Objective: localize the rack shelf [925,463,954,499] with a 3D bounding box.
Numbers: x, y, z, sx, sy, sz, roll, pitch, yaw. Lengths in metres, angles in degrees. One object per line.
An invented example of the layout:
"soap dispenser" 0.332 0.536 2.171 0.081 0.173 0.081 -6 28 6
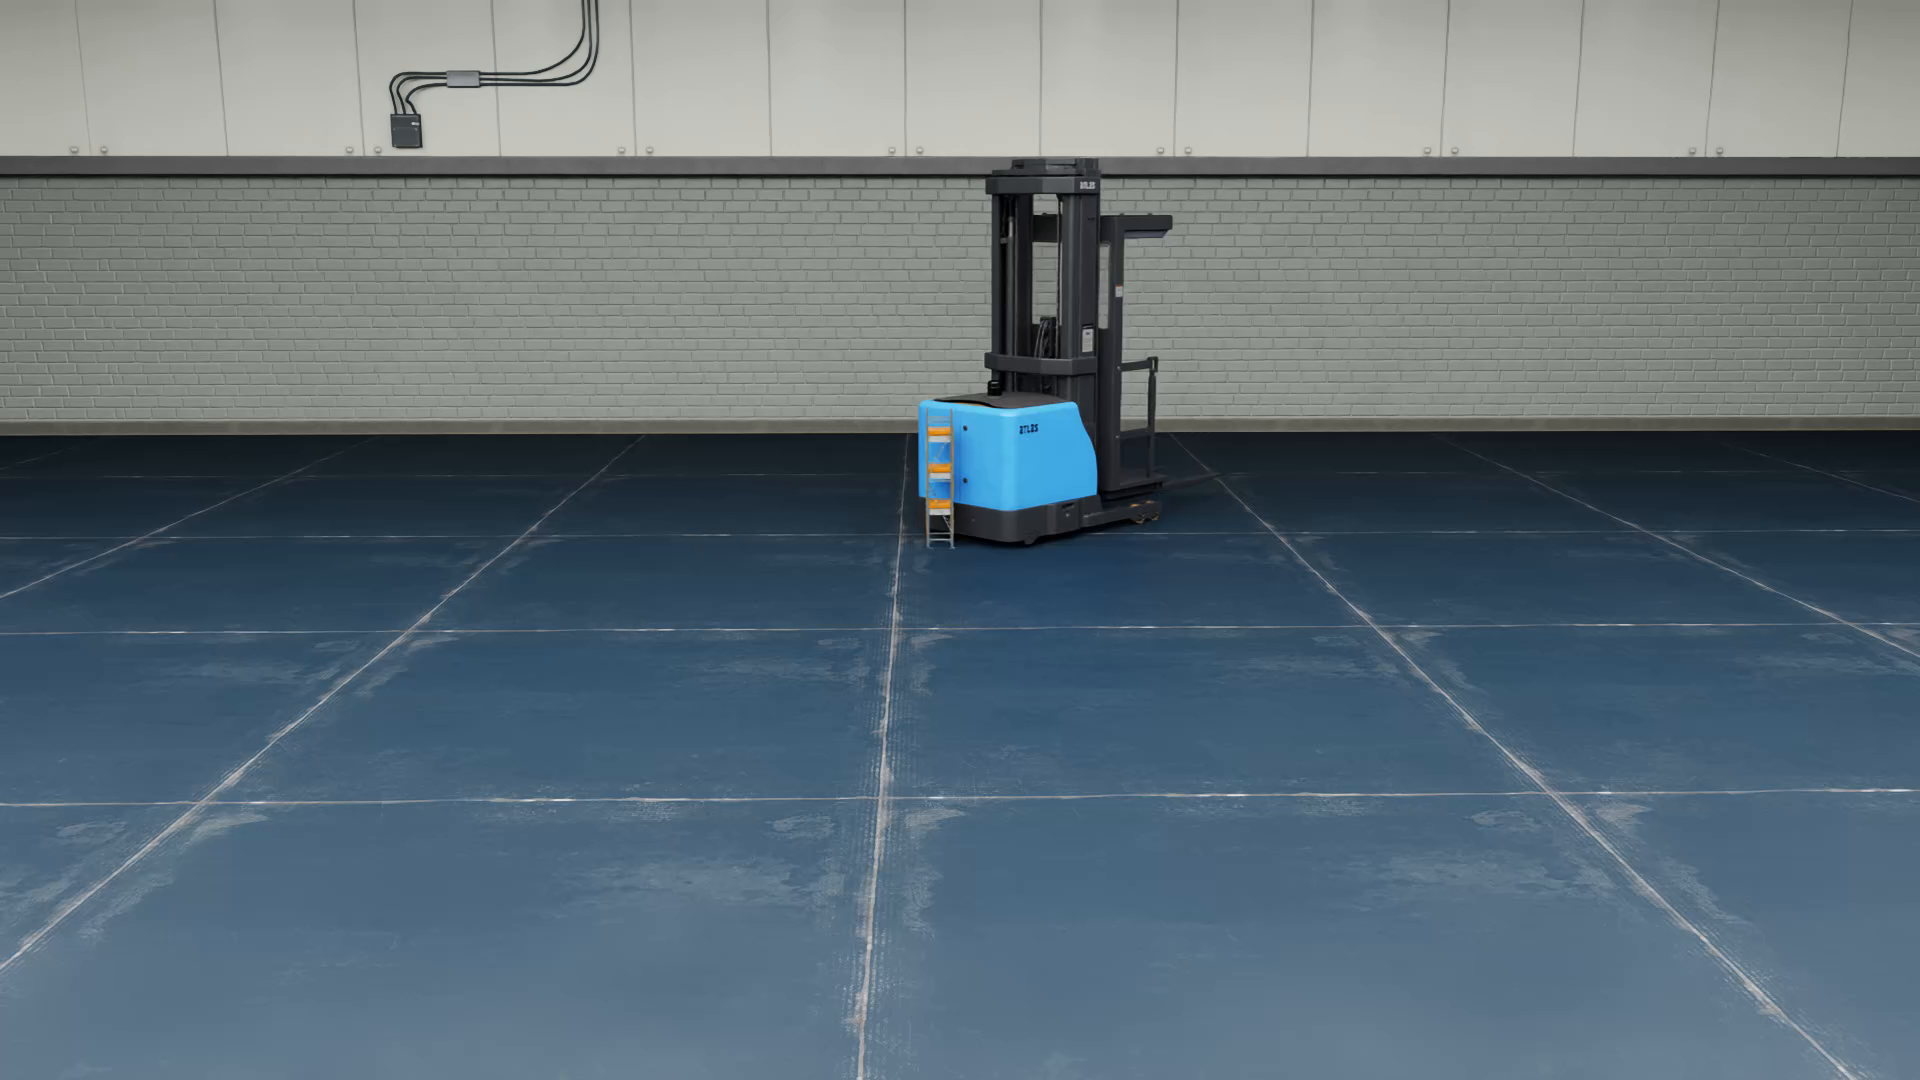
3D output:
"rack shelf" -0.156 -0.460 12.739 0.215 0.259 0.240 0 11 -2

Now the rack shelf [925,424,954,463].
"rack shelf" -0.156 -0.738 12.682 0.215 0.259 0.240 0 11 -2

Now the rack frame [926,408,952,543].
"rack frame" -0.160 -0.495 12.856 0.200 1.050 0.008 0 11 -2

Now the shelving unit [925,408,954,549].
"shelving unit" -0.156 -0.470 12.737 0.215 1.050 0.252 0 11 -2

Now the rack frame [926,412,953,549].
"rack frame" -0.152 -0.446 12.617 0.200 1.050 0.008 0 11 -2

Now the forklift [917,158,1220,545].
"forklift" 1.037 -1.630 13.723 1.130 2.935 3.031 11 16 42

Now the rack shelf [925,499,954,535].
"rack shelf" -0.156 -0.188 12.794 0.215 0.259 0.240 0 11 -2

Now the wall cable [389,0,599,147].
"wall cable" -5.099 -7.282 17.765 2.305 6.003 0.169 0 11 -1
